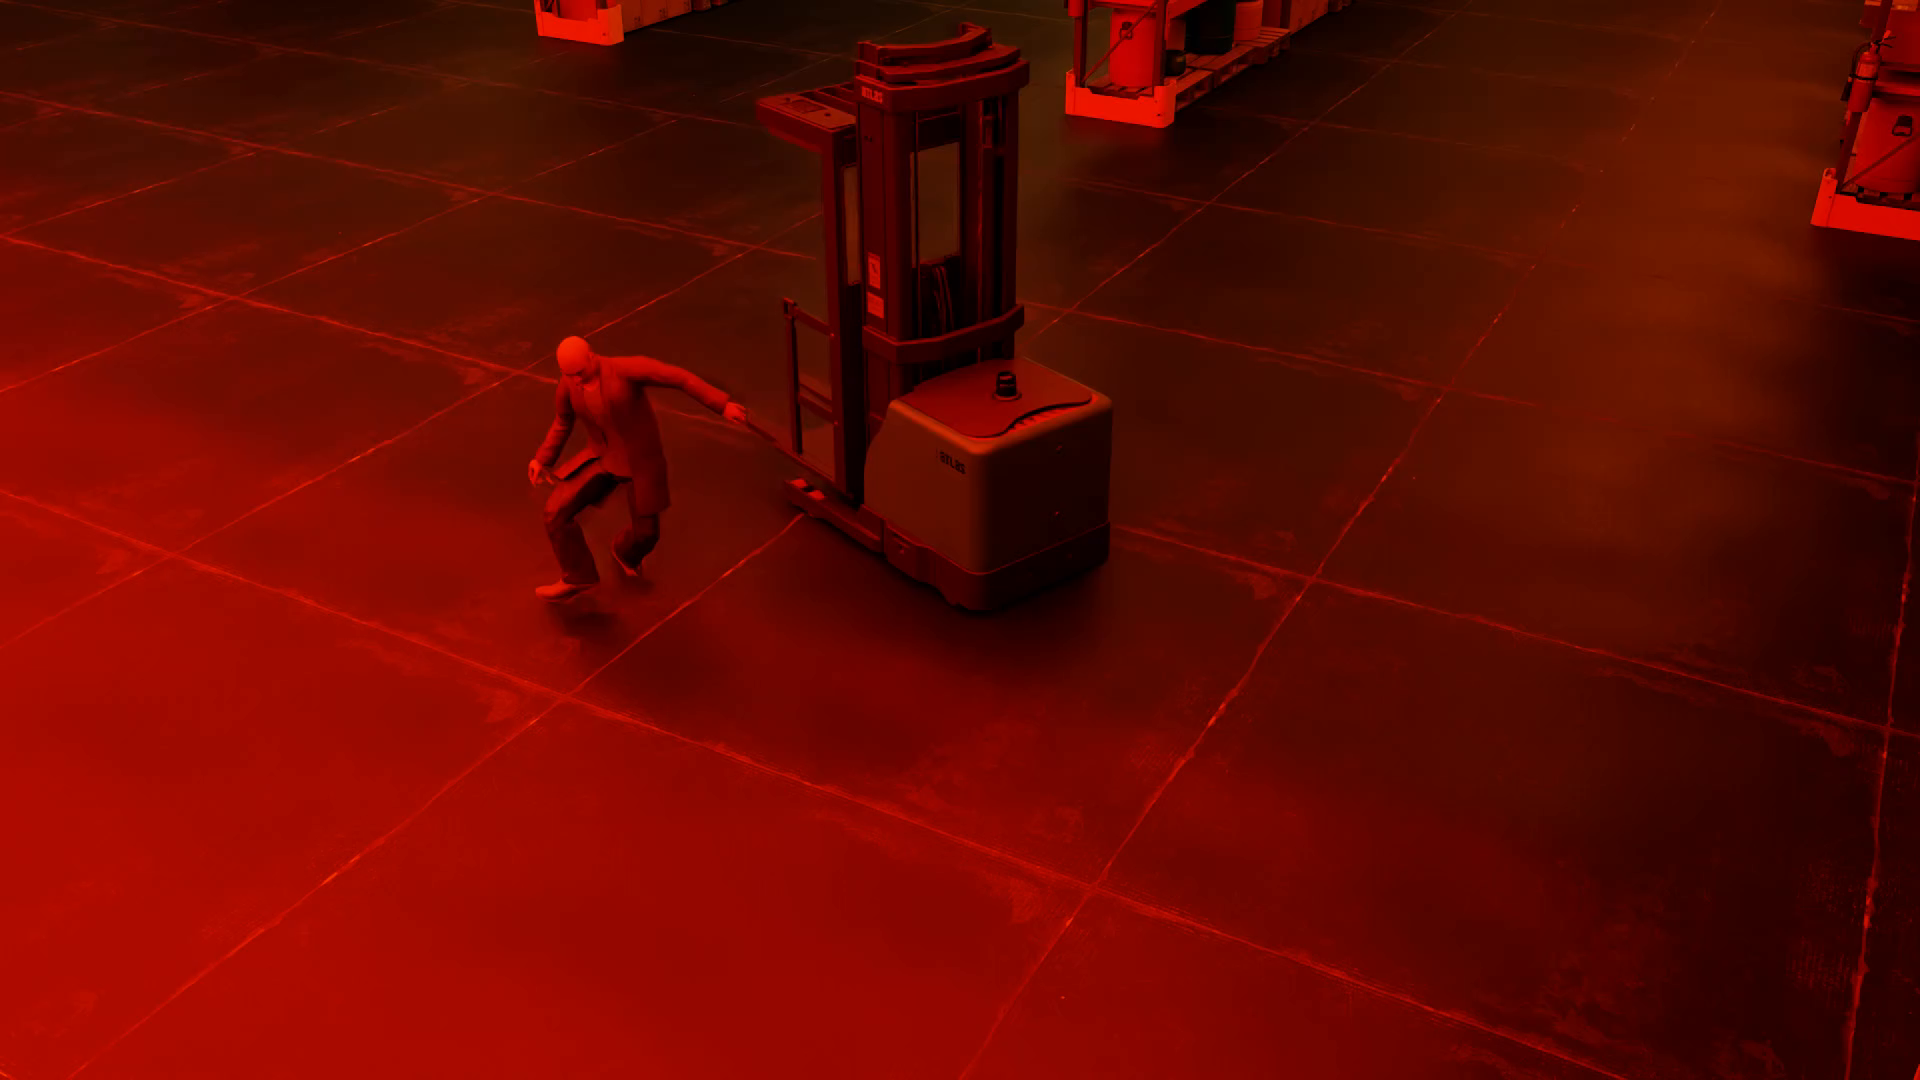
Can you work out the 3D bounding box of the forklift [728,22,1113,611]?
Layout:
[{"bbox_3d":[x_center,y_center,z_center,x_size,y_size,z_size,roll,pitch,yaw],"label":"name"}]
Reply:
[{"bbox_3d":[-0.445,-1.546,9.750,1.130,2.935,3.031,-22,37,-33],"label":"forklift"}]

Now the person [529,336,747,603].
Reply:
[{"bbox_3d":[-1.783,-0.376,9.153,1.255,1.681,0.689,4,30,6],"label":"person"}]
